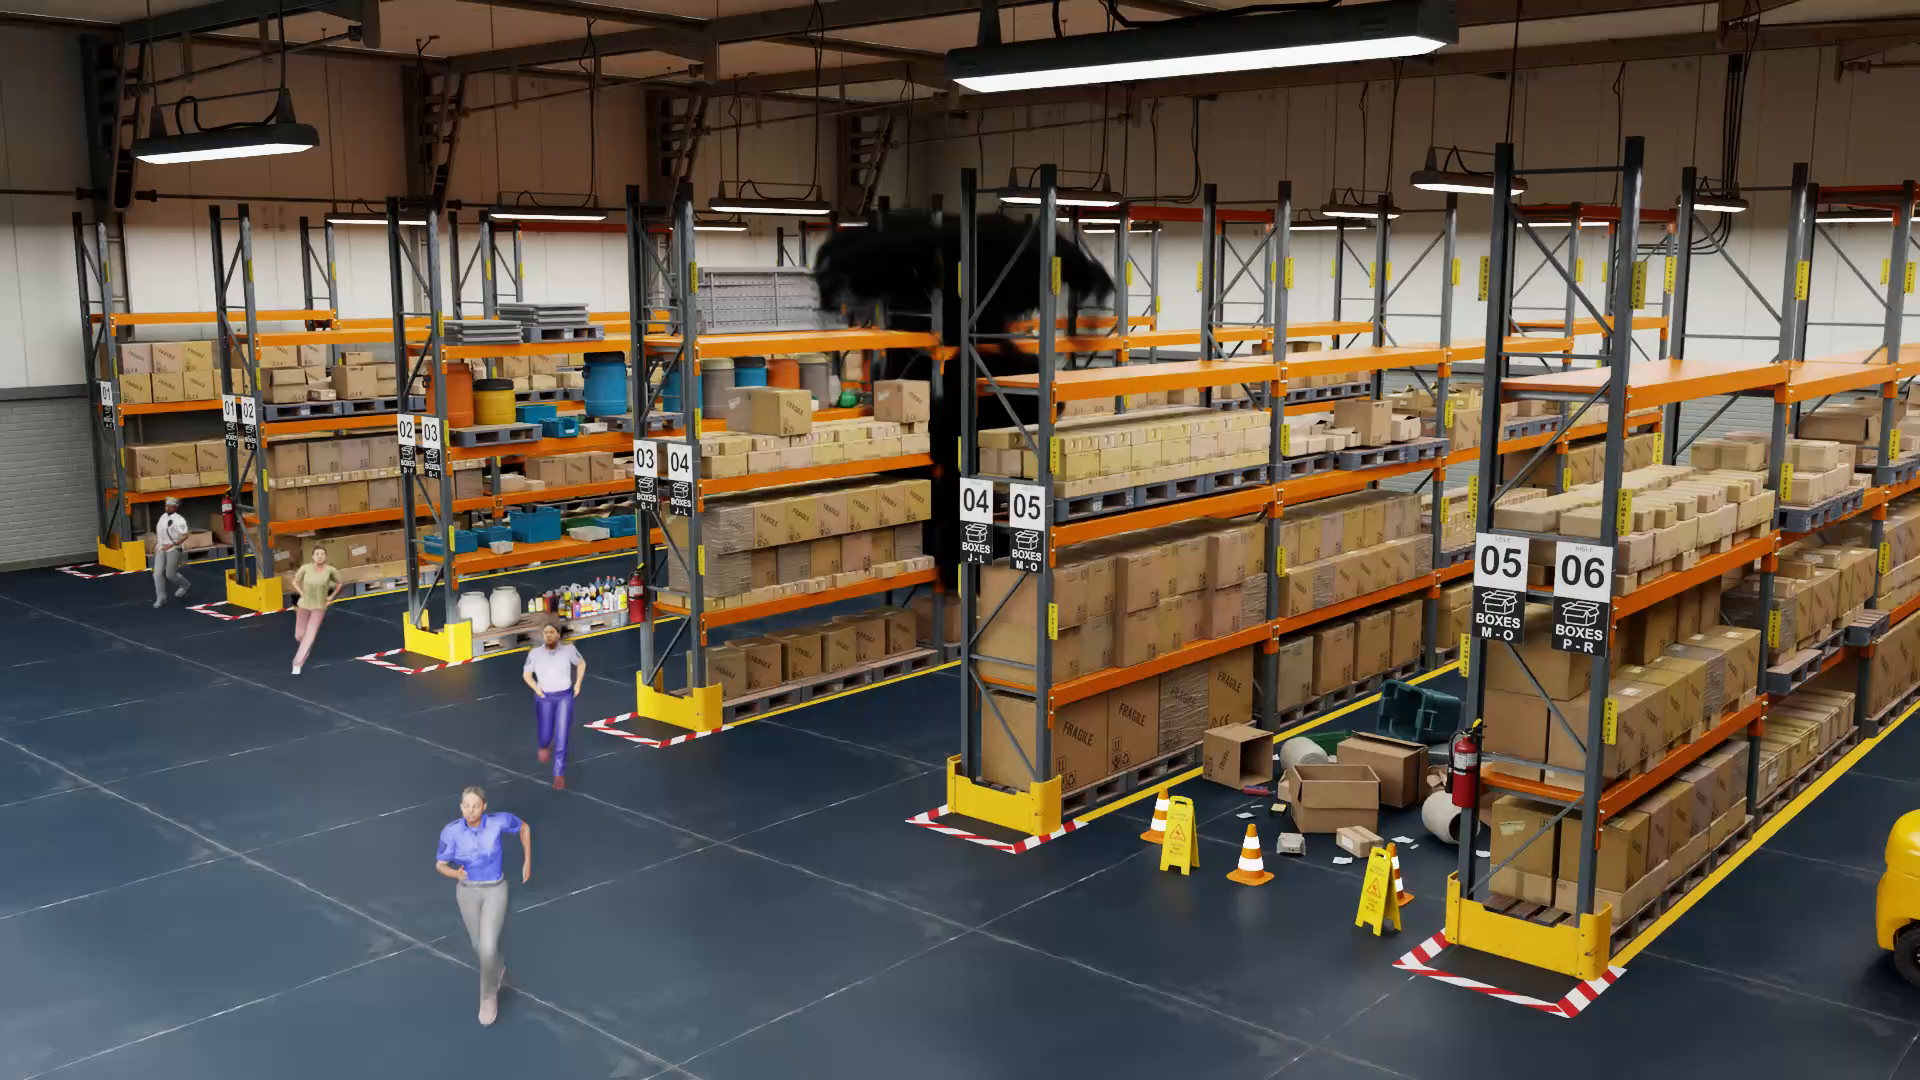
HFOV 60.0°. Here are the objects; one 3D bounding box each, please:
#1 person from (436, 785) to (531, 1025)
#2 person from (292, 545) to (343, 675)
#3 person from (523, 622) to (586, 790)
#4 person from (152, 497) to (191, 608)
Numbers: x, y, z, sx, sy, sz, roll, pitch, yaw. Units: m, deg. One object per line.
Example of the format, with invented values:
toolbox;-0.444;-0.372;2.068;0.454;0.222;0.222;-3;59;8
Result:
person;-3.285;2.476;11.507;0.600;1.671;0.820;-1;10;-6
person;-8.246;0.849;21.325;0.629;1.611;0.857;-2;10;-12
person;-4.072;1.618;16.759;0.615;1.647;0.828;-2;10;-10
person;-11.992;0.165;25.340;0.606;1.686;0.721;3;10;15
